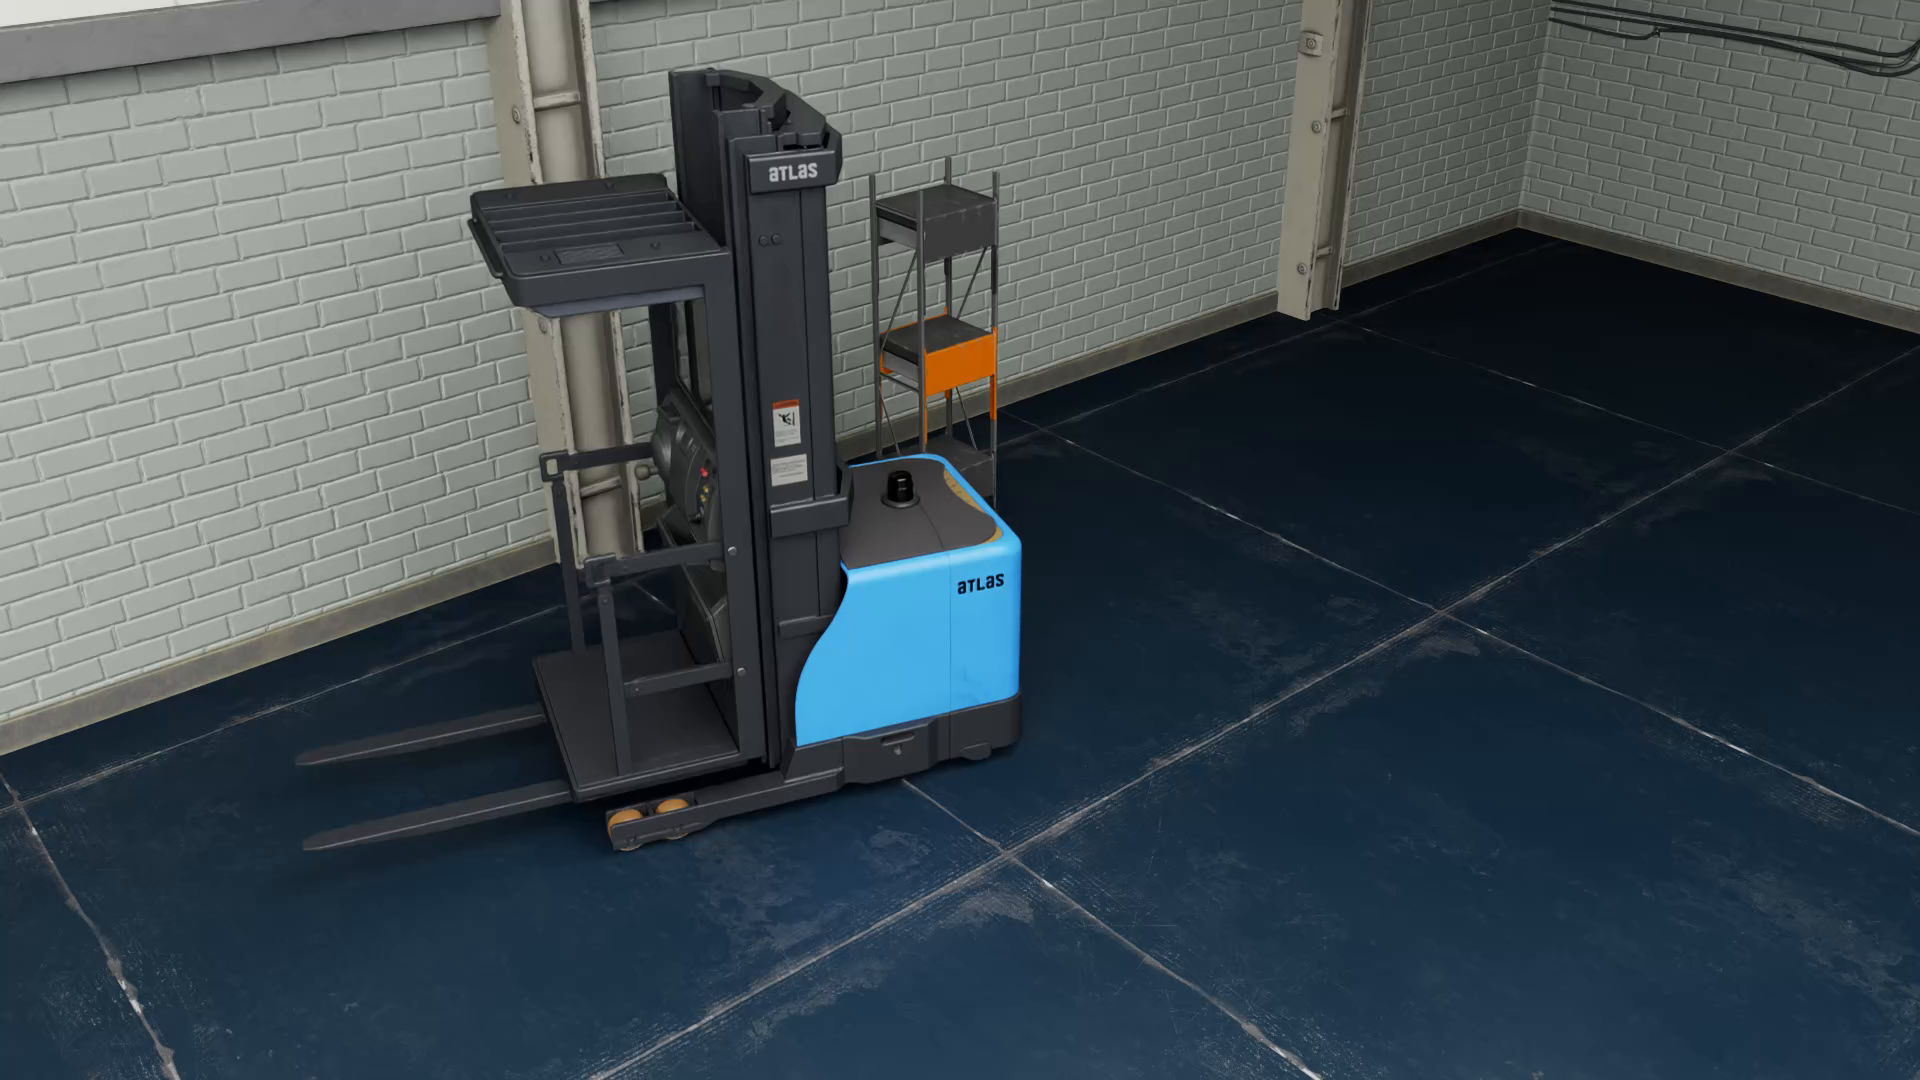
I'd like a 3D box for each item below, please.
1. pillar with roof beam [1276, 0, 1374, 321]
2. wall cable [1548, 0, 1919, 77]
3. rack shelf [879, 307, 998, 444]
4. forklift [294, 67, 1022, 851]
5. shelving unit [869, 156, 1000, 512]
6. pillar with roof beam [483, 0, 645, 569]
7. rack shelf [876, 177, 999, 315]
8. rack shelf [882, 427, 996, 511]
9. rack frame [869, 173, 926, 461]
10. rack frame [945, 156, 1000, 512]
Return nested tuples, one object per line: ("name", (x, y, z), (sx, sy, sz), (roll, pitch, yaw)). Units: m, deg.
("pillar with roof beam", (5.396, -4.160, 7.486), (0.400, 9.000, 9.100), (-22, 35, -35))
("wall cable", (5.701, -4.761, 11.906), (0.112, 2.526, 3.097), (-22, 35, -35))
("rack shelf", (-0.126, -0.863, 8.667), (0.480, 0.518, 0.431), (-22, 35, -35))
("forklift", (-1.294, -0.296, 6.694), (3.031, 2.935, 1.130), (-11, 30, -19))
("shelving unit", (-0.126, -0.875, 8.660), (0.503, 2.100, 0.431), (-22, 35, -35))
("pillar with roof beam", (0.832, -2.324, 4.052), (0.400, 9.000, 9.100), (-22, 35, -35))
("rack shelf", (-0.126, -1.481, 8.337), (0.480, 0.518, 0.431), (-22, 35, -35))
("rack shelf", (-0.126, -0.246, 8.997), (0.480, 0.518, 0.431), (-22, 35, -35))
("rack frame", (-0.312, -0.801, 8.521), (0.015, 2.100, 0.400), (-22, 35, -35))
("rack frame", (0.060, -0.950, 8.800), (0.015, 2.100, 0.400), (-22, 35, -35))
